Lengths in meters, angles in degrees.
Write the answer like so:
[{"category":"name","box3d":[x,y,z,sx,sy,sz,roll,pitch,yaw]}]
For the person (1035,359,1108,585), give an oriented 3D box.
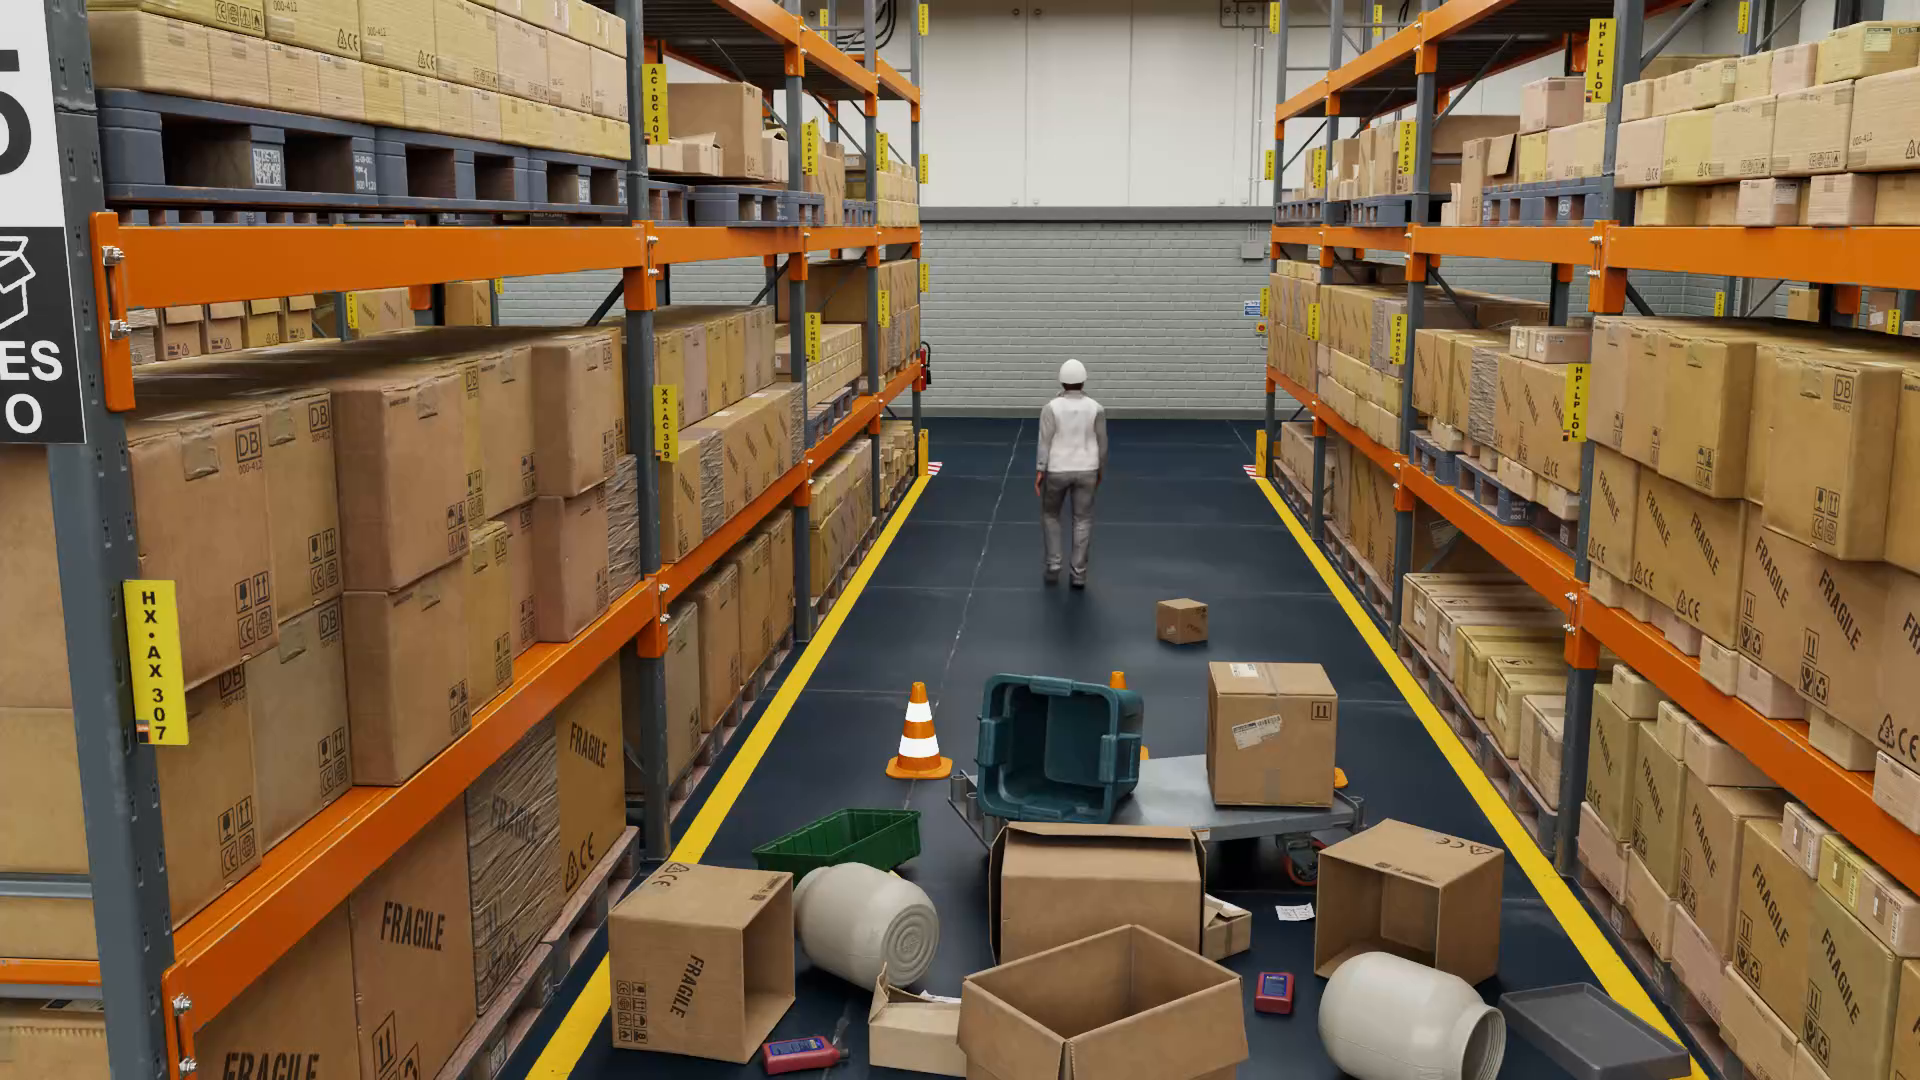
[{"category":"person","box3d":[0.876,-0.510,13.136,0.580,1.838,0.583,0,11,0]}]
